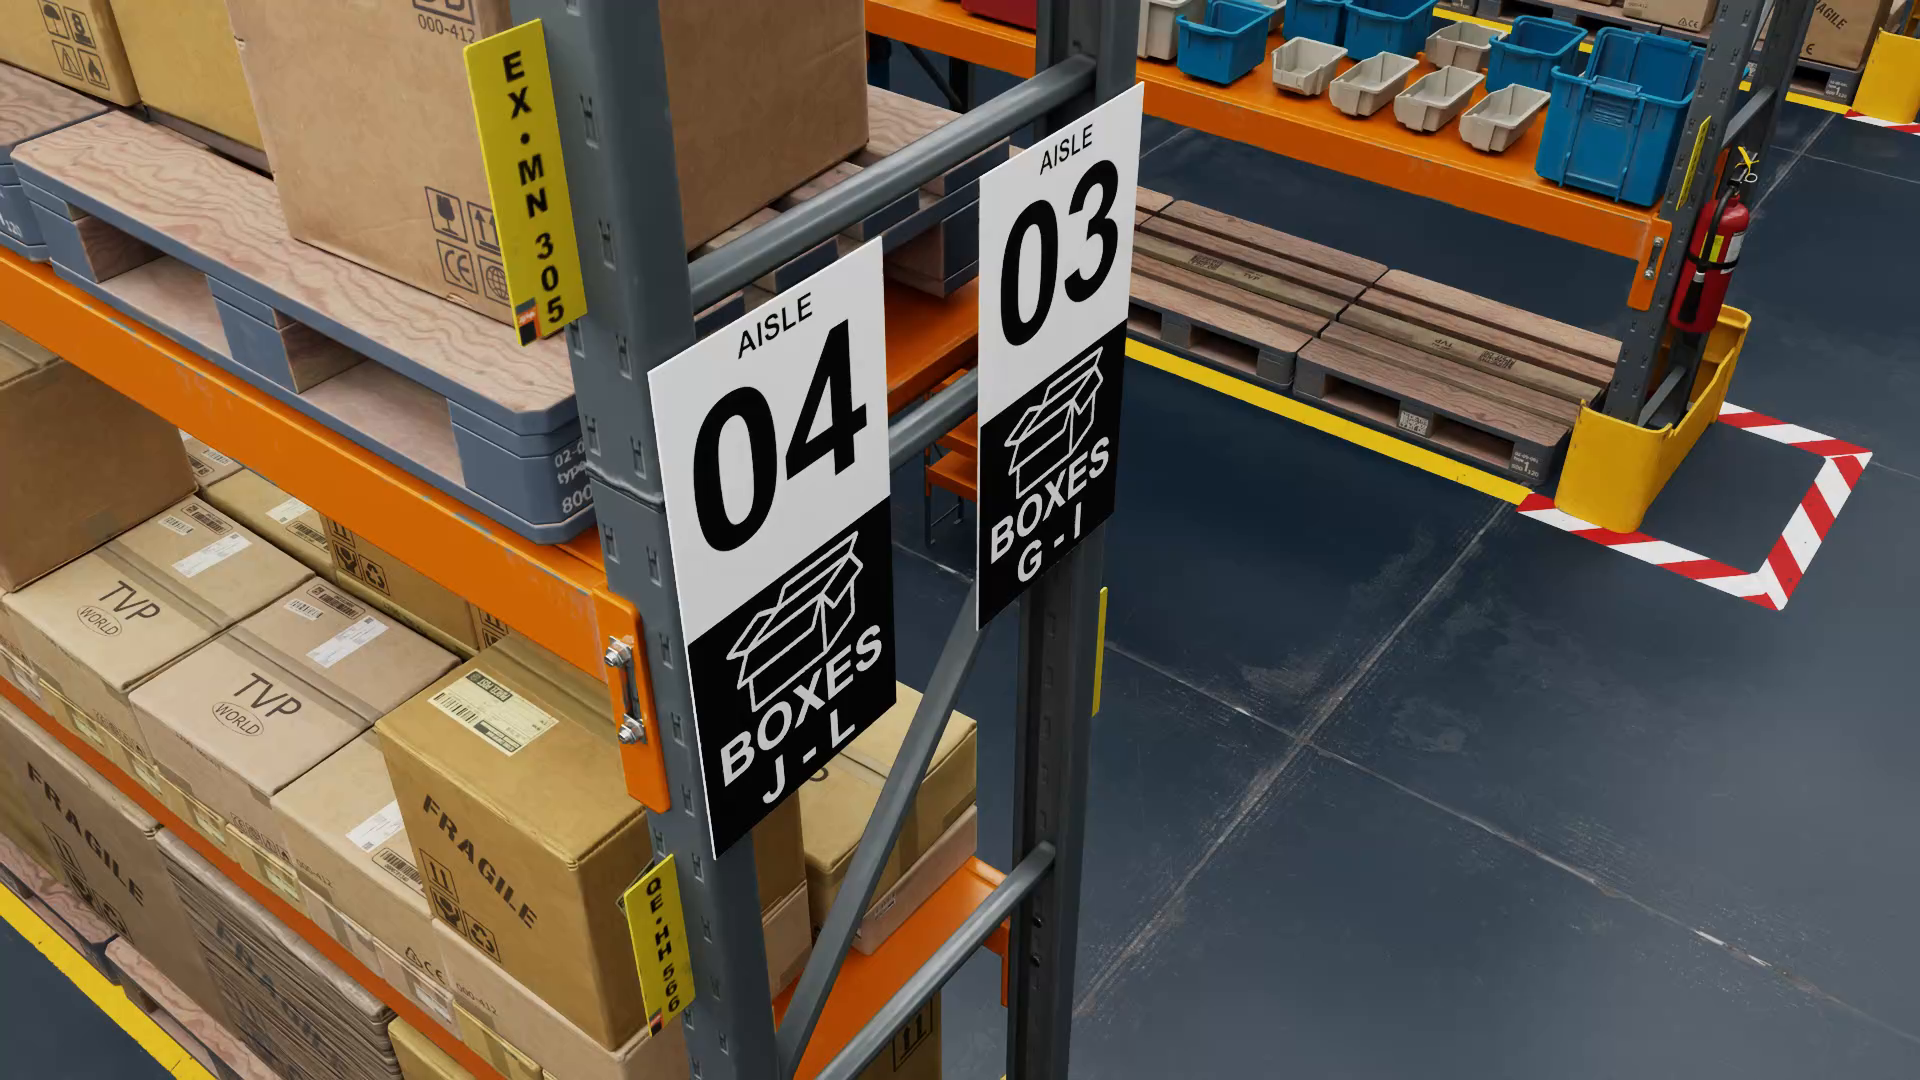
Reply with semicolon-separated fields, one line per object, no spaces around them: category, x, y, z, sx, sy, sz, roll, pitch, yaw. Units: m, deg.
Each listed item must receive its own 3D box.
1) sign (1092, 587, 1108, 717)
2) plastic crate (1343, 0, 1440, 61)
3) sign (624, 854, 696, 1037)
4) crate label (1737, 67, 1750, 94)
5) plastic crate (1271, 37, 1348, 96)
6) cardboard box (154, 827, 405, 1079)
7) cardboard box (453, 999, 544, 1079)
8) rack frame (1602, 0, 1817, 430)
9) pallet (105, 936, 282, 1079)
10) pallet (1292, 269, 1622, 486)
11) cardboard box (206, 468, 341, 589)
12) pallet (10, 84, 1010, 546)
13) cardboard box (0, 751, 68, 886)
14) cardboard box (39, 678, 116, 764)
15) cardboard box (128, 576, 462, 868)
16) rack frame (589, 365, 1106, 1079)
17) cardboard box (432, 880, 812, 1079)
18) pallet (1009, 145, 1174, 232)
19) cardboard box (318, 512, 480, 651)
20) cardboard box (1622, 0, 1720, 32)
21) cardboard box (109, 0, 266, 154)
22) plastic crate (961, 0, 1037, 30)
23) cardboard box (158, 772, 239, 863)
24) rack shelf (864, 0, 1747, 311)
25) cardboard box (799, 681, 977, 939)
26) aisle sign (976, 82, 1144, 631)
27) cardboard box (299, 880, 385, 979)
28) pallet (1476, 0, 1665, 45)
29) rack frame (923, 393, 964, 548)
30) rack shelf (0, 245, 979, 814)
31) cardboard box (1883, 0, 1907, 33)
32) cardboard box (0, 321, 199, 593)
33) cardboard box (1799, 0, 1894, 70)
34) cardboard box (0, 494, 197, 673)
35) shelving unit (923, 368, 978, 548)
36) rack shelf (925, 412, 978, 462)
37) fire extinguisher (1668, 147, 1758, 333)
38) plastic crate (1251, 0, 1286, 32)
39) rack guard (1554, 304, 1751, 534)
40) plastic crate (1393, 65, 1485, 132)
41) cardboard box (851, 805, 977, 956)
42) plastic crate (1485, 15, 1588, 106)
sign;0.250;0.241;3.242;0.005;0.325;0.100;25;45;29
plastic crate;1.875;-2.247;7.274;0.300;0.233;0.416;25;45;29
sign;-0.433;0.594;2.427;0.005;0.325;0.100;25;45;29
crate label;2.921;-1.754;6.644;0.303;0.233;0.416;25;45;29
plastic crate;1.455;-1.989;7.022;0.250;0.136;0.298;25;45;29
cardboard box;-1.372;1.013;4.406;0.875;0.875;0.875;25;45;29
cardboard box;-0.783;0.913;3.355;0.250;0.149;0.380;26;45;29
rack frame;2.917;-1.543;6.287;0.127;3.000;1.000;25;45;29
pallet;-1.740;1.262;4.967;1.213;0.211;1.003;25;45;29
pallet;2.285;-0.772;7.565;1.213;0.211;1.003;25;45;29
cardboard box;-1.541;-0.062;4.276;0.500;0.250;0.500;24;44;28
pallet;-0.688;-0.536;2.640;1.213;0.211;1.003;25;45;29
cardboard box;-2.794;0.342;5.263;0.875;0.875;0.875;25;45;29
cardboard box;-1.997;0.340;4.086;0.250;0.149;0.380;24;44;27
cardboard box;-1.445;0.392;3.696;0.500;0.250;0.500;24;44;27
rack frame;-0.092;0.883;3.189;0.127;3.000;1.000;25;45;29
cardboard box;-0.638;0.773;3.210;0.500;0.250;0.500;25;44;28
pallet;0.347;-1.686;8.733;1.213;0.211;1.003;25;45;29
cardboard box;-1.122;-0.161;3.794;0.500;0.500;0.500;24;44;27
cardboard box;4.611;-3.511;10.674;0.500;0.250;0.500;25;45;29
cardboard box;-0.912;-0.981;2.633;0.500;0.500;0.700;24;44;27
plastic crate;0.296;-2.632;7.578;0.583;0.464;0.402;25;45;29
cardboard box;-1.594;0.531;3.843;0.250;0.149;0.380;25;45;29
rack shelf;1.328;-2.008;7.466;4.000;0.370;1.077;25;45;29
cardboard box;-0.309;0.513;3.542;0.500;0.250;0.500;24;44;27
aisle sign;0.147;-0.261;2.541;0.004;0.787;0.394;25;45;29
cardboard box;-1.180;0.724;3.596;0.250;0.149;0.380;26;45;29
pallet;4.270;-3.652;11.244;1.213;0.211;1.003;25;45;29
rack frame;-0.062;-0.502;6.418;0.015;1.200;0.240;25;45;29
rack shelf;-1.681;-0.764;3.443;4.000;0.370;1.077;25;45;29
cardboard box;5.805;-3.342;10.542;0.250;0.149;0.380;25;45;29
cardboard box;-2.242;-0.283;3.951;0.500;0.500;0.500;24;44;27
cardboard box;5.348;-3.239;10.124;0.500;0.500;0.500;25;45;29
cardboard box;-2.248;0.011;4.183;0.500;0.250;0.500;26;45;30
shelving unit;0.131;-0.410;6.301;0.503;1.200;0.258;25;45;29
rack shelf;0.131;-0.357;6.342;0.480;0.148;0.258;25;45;29
fire extinguisher;2.761;-1.086;6.069;0.183;0.674;0.296;25;45;29
plastic crate;1.305;-2.455;7.618;0.466;0.136;0.293;25;45;29
rack guard;2.944;-0.556;7.054;0.348;0.500;1.175;25;45;29
plastic crate;1.938;-1.795;6.774;0.243;0.136;0.396;25;45;29
cardboard box;-0.174;0.687;3.643;0.250;0.149;0.380;26;45;29
plastic crate;2.398;-2.001;6.959;0.300;0.233;0.416;25;45;29
